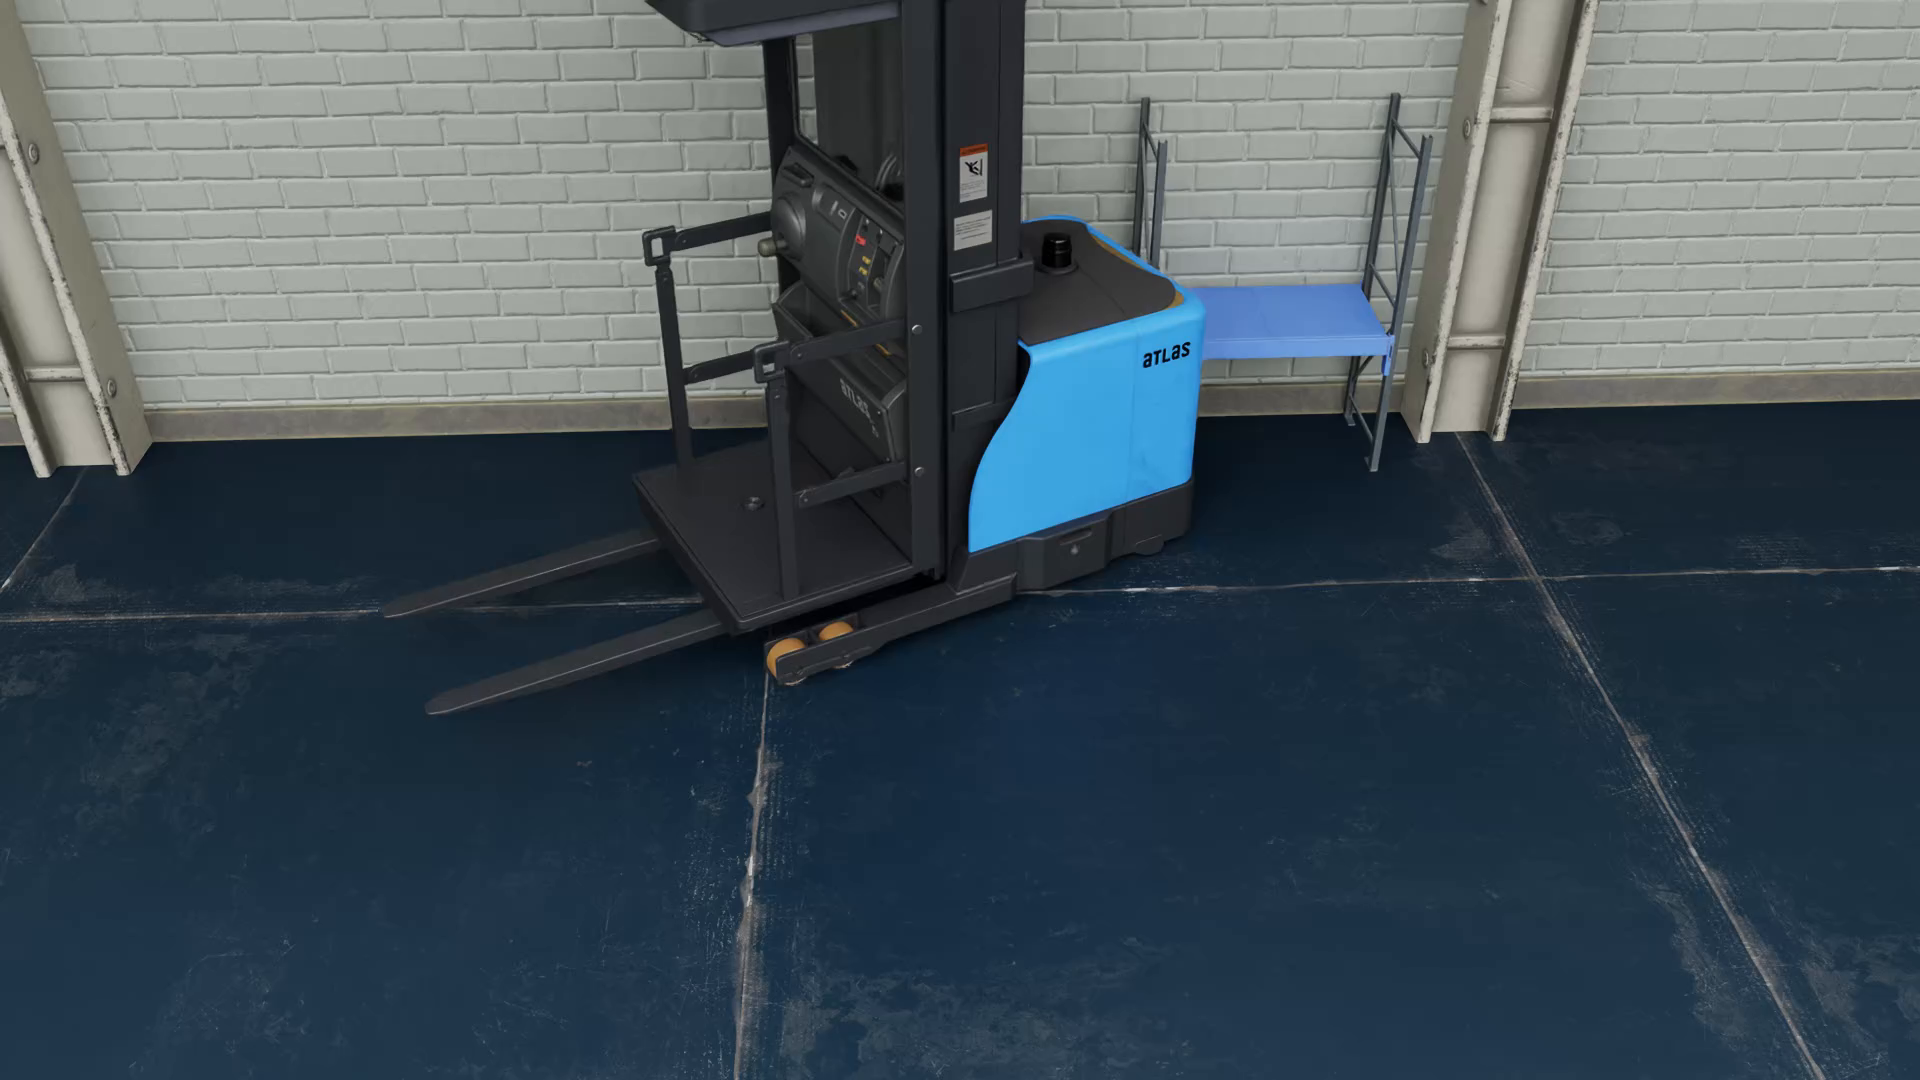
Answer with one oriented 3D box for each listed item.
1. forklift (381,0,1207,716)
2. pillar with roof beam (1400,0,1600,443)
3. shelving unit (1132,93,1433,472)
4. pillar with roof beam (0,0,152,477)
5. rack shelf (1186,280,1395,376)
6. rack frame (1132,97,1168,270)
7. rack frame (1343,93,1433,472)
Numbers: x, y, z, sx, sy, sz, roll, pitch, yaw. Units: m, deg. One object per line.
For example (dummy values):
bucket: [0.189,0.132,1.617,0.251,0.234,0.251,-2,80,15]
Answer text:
forklift: [-0.608,-1.028,5.660,3.031,2.935,1.130,-18,38,-24]
pillar with roof beam: [2.421,-1.777,1.410,0.400,9.000,9.100,-2,35,-2]
shelving unit: [1.266,-1.038,6.931,1.048,1.500,0.538,-2,35,-2]
pillar with roof beam: [-3.573,-1.615,1.177,0.400,9.000,9.100,-2,35,-2]
rack shelf: [1.266,-0.890,7.034,1.000,0.185,0.538,-2,35,-2]
rack frame: [0.758,-1.023,6.910,0.032,1.500,0.500,-2,35,-2]
rack frame: [1.773,-1.052,6.952,0.032,1.500,0.500,-2,35,-2]
